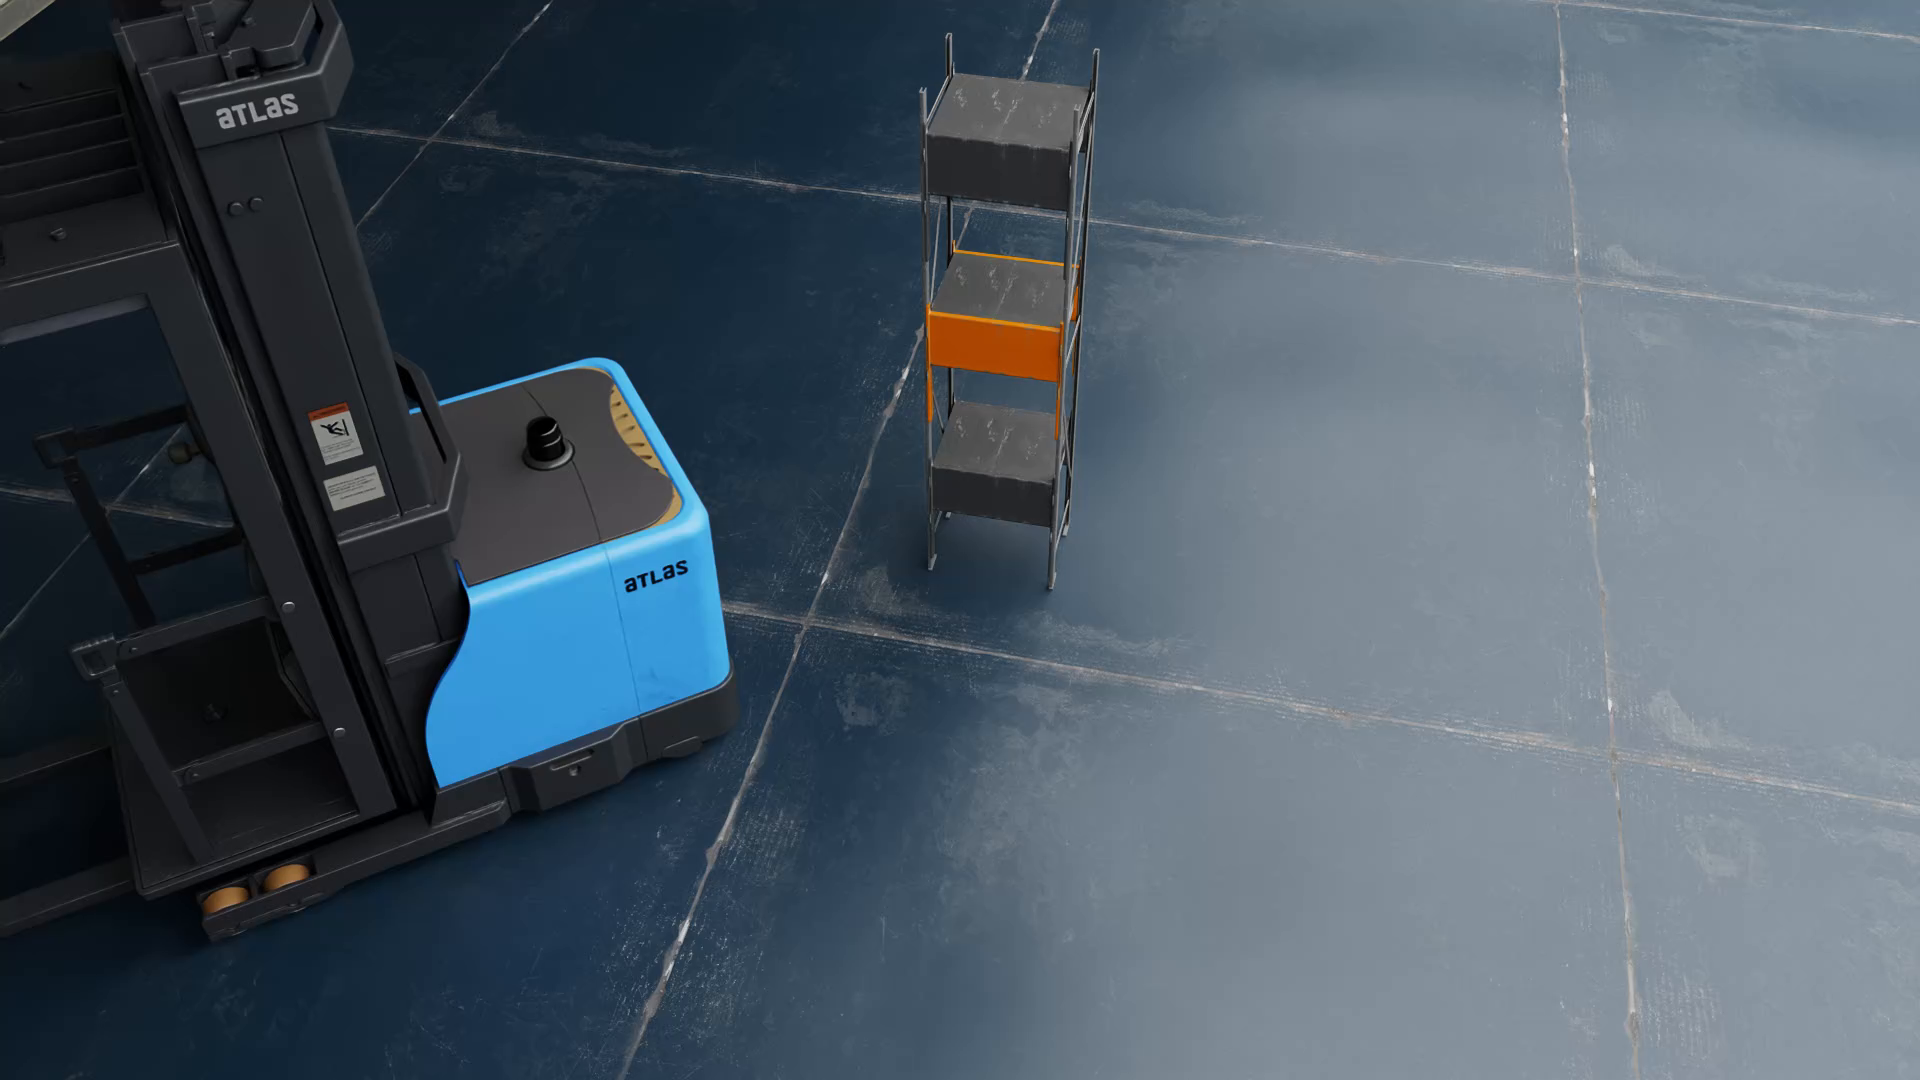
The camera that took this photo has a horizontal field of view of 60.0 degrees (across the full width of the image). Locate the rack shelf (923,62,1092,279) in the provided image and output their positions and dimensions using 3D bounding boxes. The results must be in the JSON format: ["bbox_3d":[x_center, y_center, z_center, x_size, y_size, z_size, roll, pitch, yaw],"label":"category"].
[{"bbox_3d":[0.162,-1.226,5.520,0.480,0.518,0.431,9,45,9],"label":"rack shelf"}]

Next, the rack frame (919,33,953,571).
[{"bbox_3d":[-0.077,-0.768,6.034,0.015,2.100,0.400,9,45,9],"label":"rack frame"}]

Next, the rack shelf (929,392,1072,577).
[{"bbox_3d":[0.162,-0.217,6.491,0.480,0.518,0.431,9,45,9],"label":"rack shelf"}]

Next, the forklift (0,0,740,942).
[{"bbox_3d":[-2.343,-0.190,4.833,3.031,2.935,1.130,-20,47,-19],"label":"forklift"}]

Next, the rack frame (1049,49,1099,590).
[{"bbox_3d":[0.400,-0.694,5.957,0.015,2.100,0.400,9,45,9],"label":"rack frame"}]

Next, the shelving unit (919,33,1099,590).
[{"bbox_3d":[0.162,-0.731,5.996,0.503,2.100,0.431,9,45,9],"label":"shelving unit"}]

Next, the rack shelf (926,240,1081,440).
[{"bbox_3d":[0.162,-0.722,6.005,0.480,0.518,0.431,9,45,9],"label":"rack shelf"}]
